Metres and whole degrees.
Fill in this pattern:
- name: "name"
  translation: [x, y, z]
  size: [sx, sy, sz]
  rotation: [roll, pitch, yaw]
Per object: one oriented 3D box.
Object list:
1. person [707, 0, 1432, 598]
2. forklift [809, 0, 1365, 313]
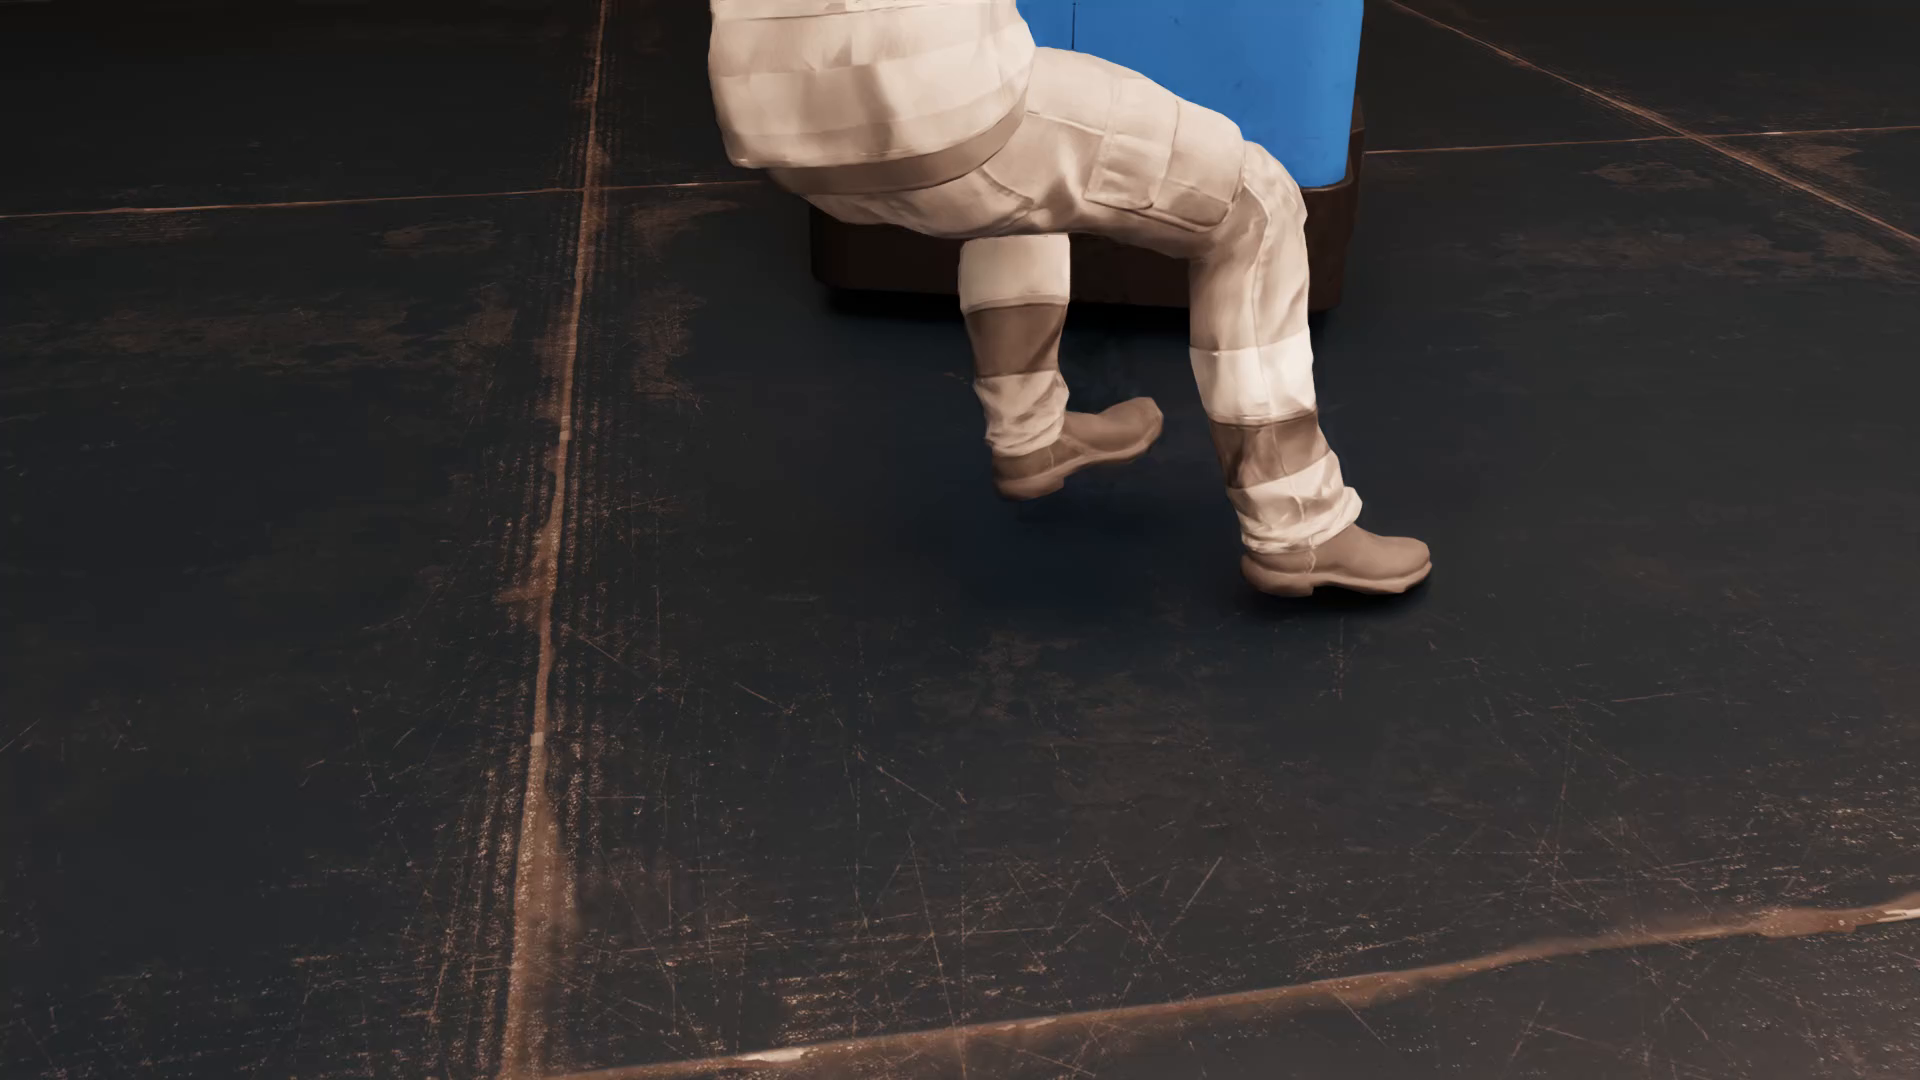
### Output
- name: "person"
  translation: [-0.093, -0.678, 2.189]
  size: [1.499, 1.464, 0.741]
  rotation: [15, 32, 27]
- name: "forklift"
  translation: [0.454, -2.391, 3.880]
  size: [1.130, 2.935, 3.031]
  rotation: [5, 28, 8]
